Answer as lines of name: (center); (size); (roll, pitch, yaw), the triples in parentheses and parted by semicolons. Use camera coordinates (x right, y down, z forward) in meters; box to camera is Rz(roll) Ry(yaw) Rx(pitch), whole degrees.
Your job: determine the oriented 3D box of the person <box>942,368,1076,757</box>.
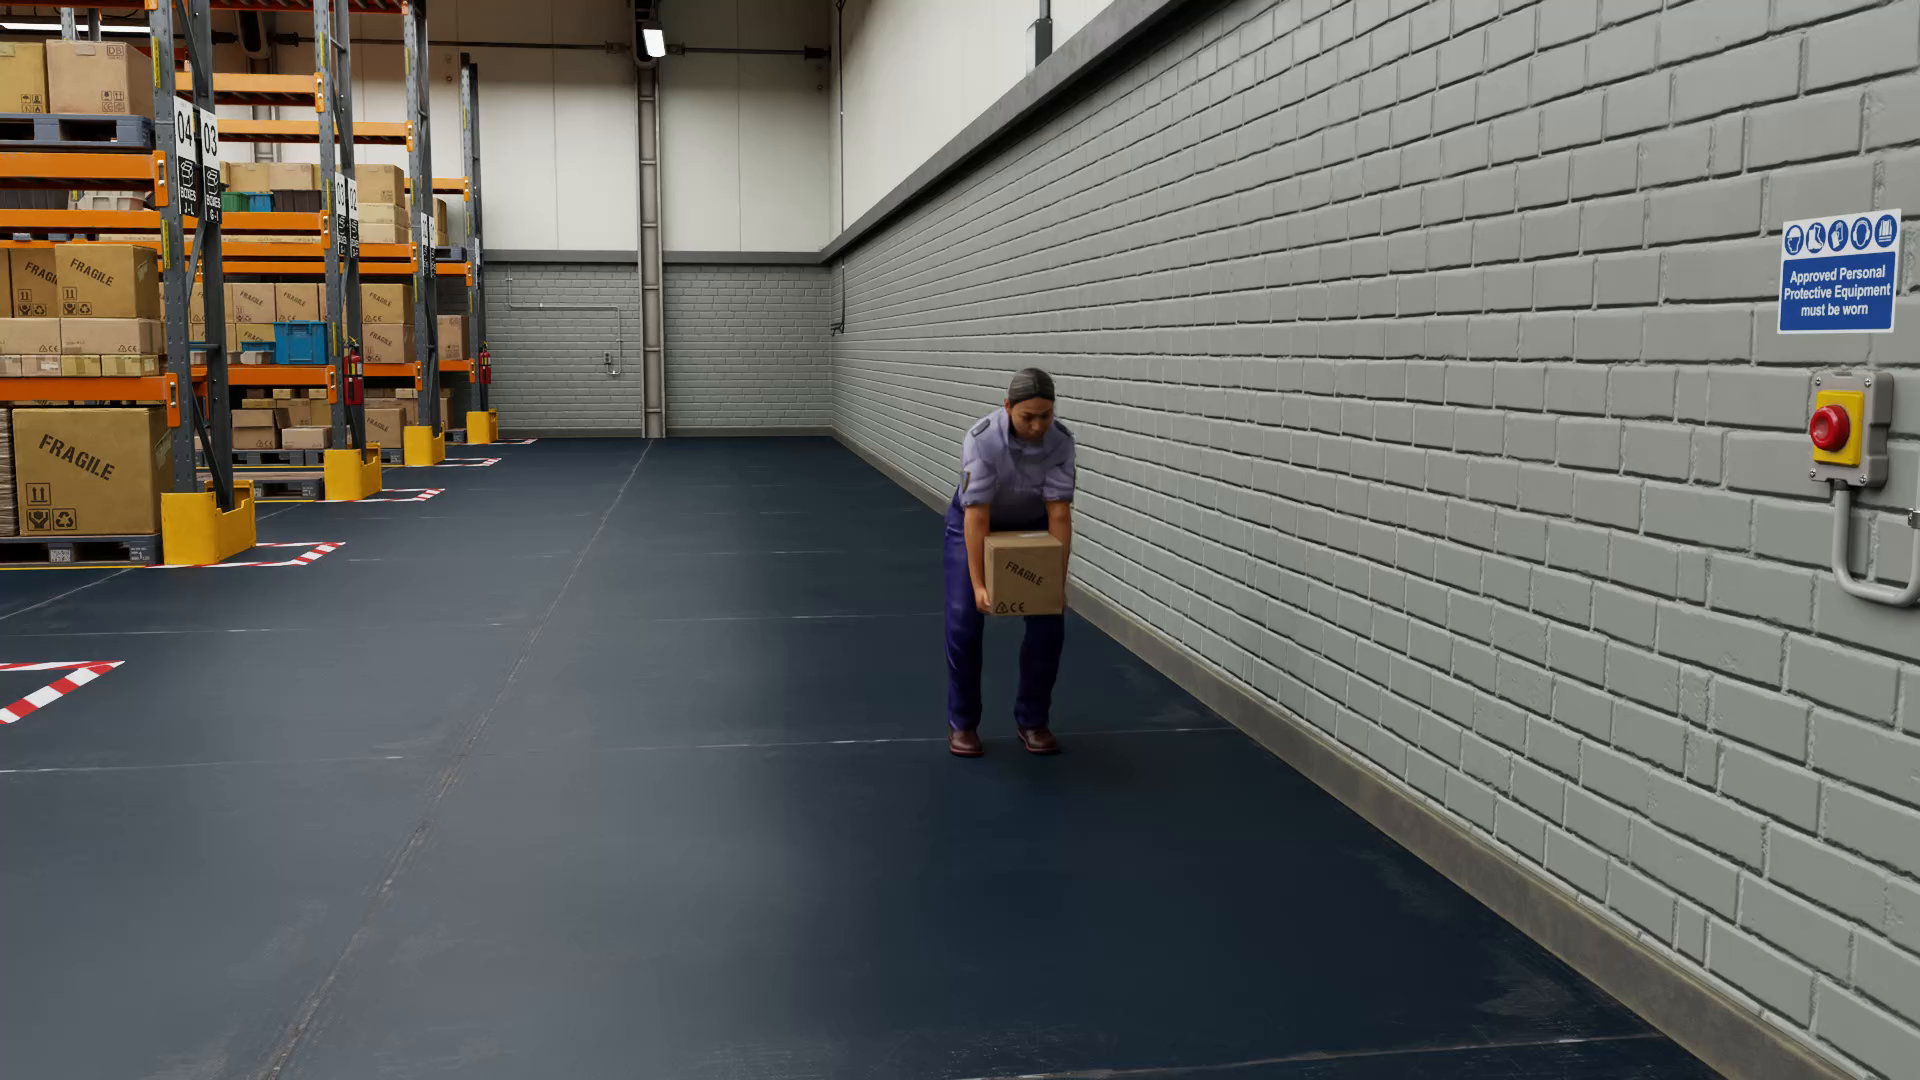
person: (0.180, 0.092, 6.071); (0.453, 1.436, 0.729); (-1, 7, -10)
